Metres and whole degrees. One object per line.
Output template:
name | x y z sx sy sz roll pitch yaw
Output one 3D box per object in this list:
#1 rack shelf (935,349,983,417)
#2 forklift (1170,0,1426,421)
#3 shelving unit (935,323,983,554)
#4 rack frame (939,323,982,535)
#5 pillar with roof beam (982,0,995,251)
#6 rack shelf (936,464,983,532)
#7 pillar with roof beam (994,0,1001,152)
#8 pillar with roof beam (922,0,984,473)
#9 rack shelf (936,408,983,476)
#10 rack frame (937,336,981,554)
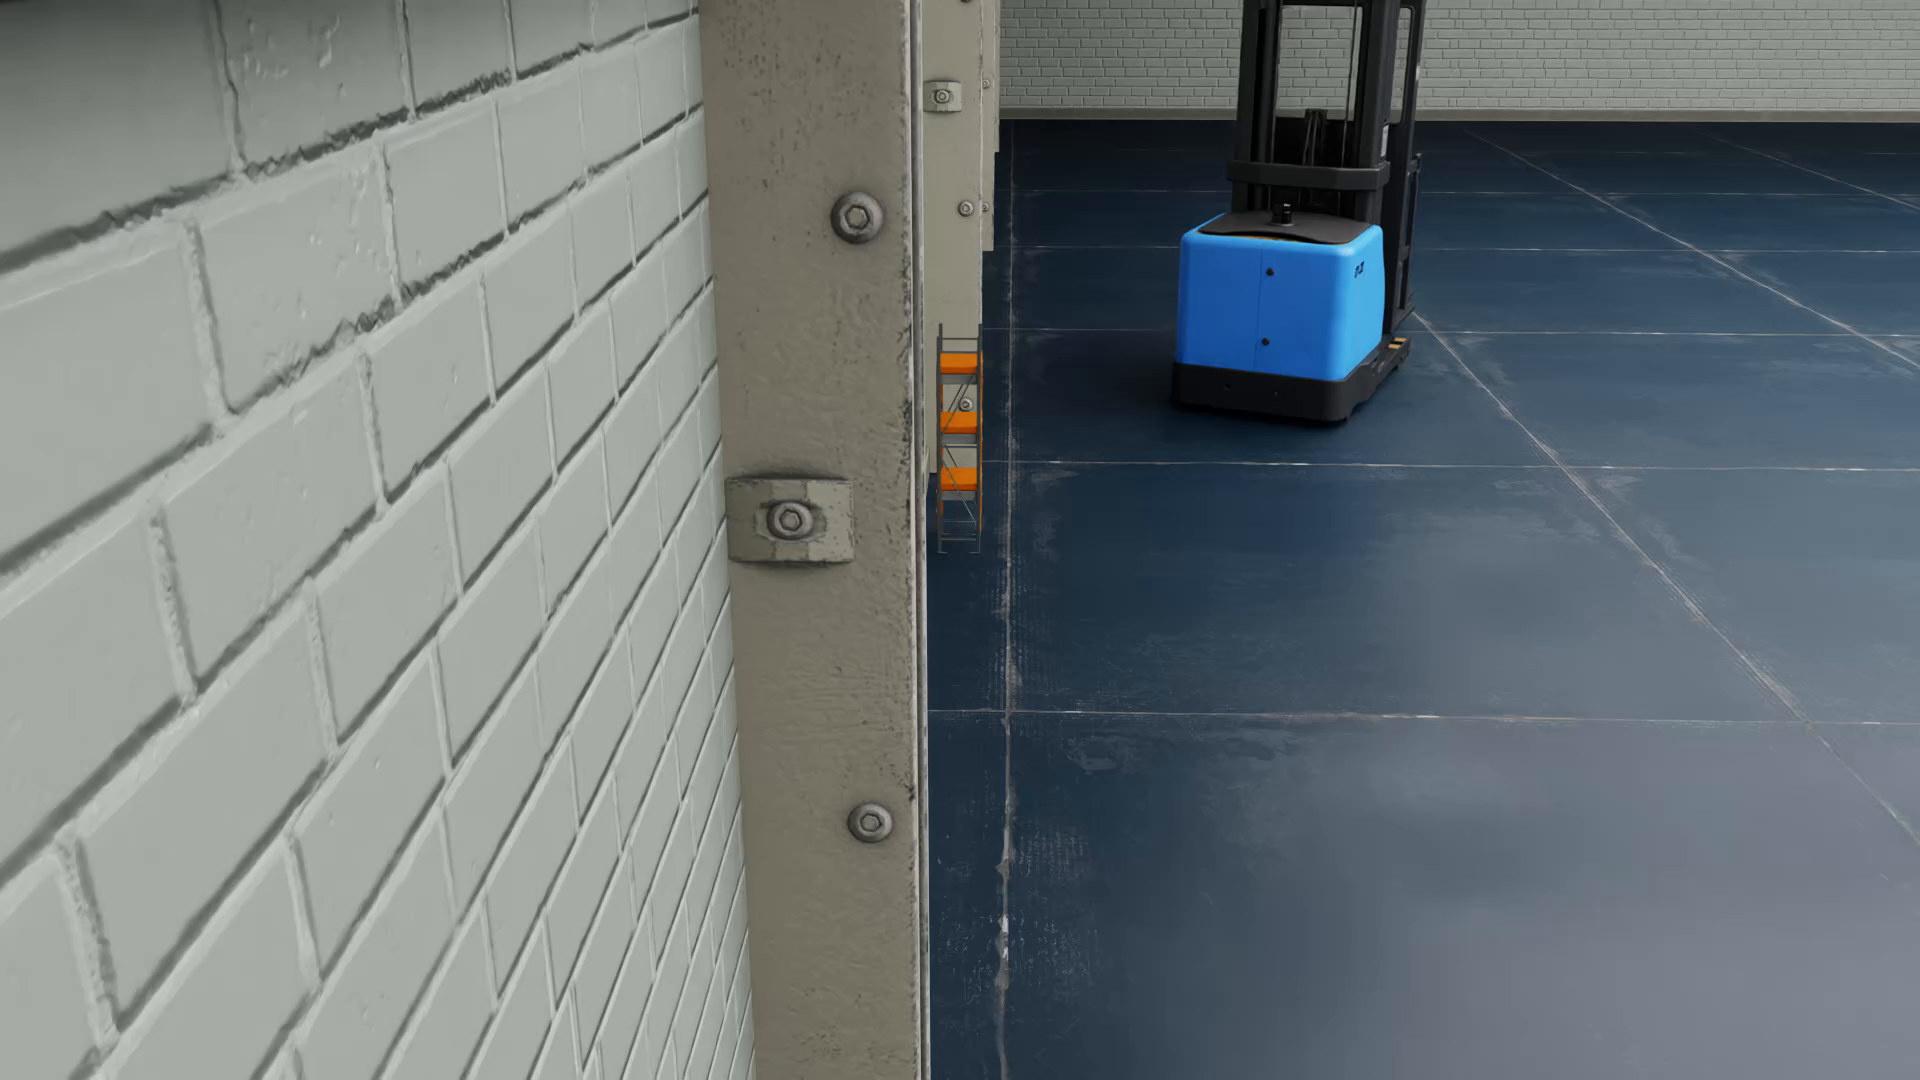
rack shelf | -0.002 -0.725 7.690 0.215 0.259 0.240 1 21 2
forklift | 2.359 -2.547 10.541 1.130 2.935 3.031 10 23 24
shelving unit | -0.002 -0.470 7.789 0.215 1.050 0.252 1 21 2
rack frame | 0.002 -0.514 7.903 0.200 1.050 0.008 1 21 2
pillar with roof beam | 4.444 -6.752 12.991 9.100 9.000 0.400 1 21 2
rack shelf | -0.002 -0.201 7.894 0.215 0.259 0.240 1 21 2
pillar with roof beam | 4.627 -8.921 18.582 9.100 9.000 0.400 1 21 2
pillar with roof beam | 4.262 -4.583 7.399 9.100 9.000 0.400 1 21 2
rack shelf | -0.002 -0.460 7.793 0.215 0.259 0.240 1 21 2
rack frame | -0.005 -0.426 7.675 0.200 1.050 0.008 1 21 2
